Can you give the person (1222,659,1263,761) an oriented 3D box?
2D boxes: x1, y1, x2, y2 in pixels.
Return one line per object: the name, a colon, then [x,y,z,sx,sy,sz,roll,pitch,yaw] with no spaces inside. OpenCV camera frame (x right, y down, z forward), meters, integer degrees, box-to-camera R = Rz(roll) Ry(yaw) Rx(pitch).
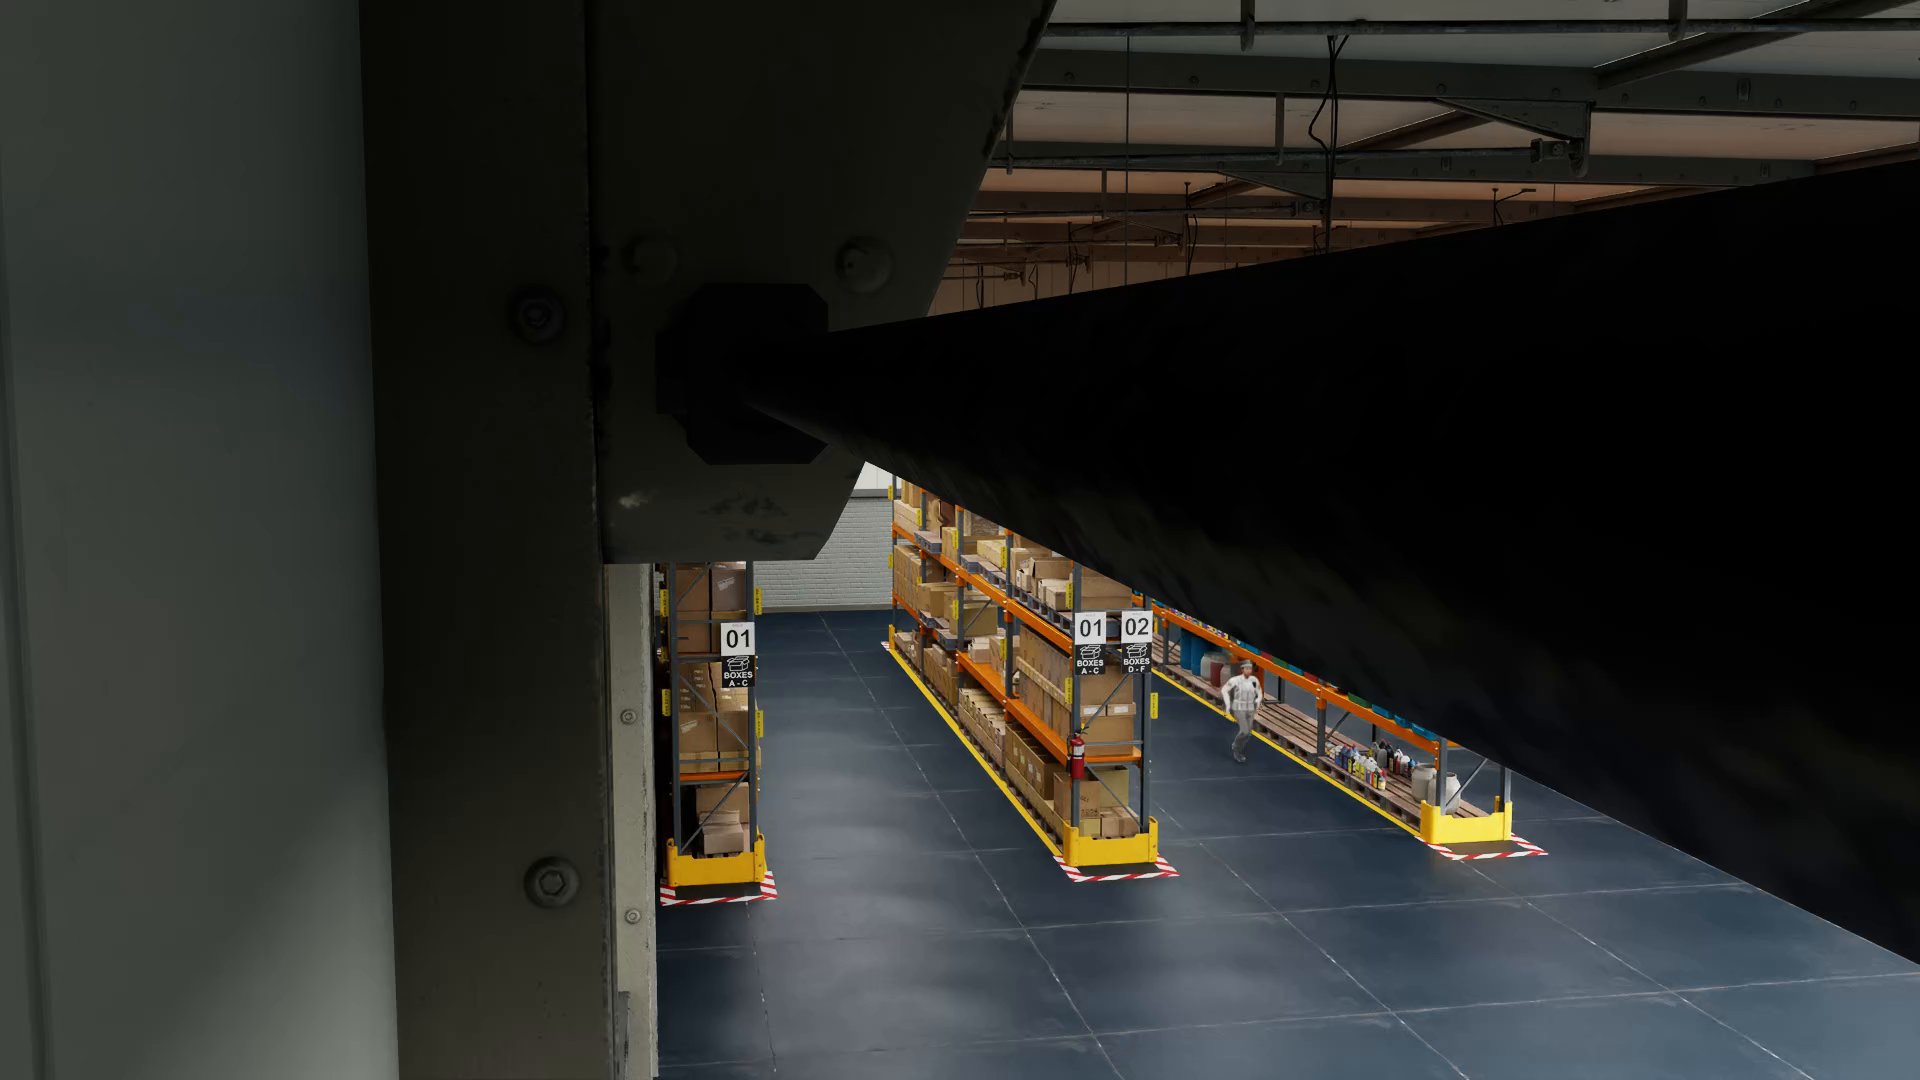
person: [4.468,2.676,26.093,0.583,1.647,0.700,-2,6,-17]
